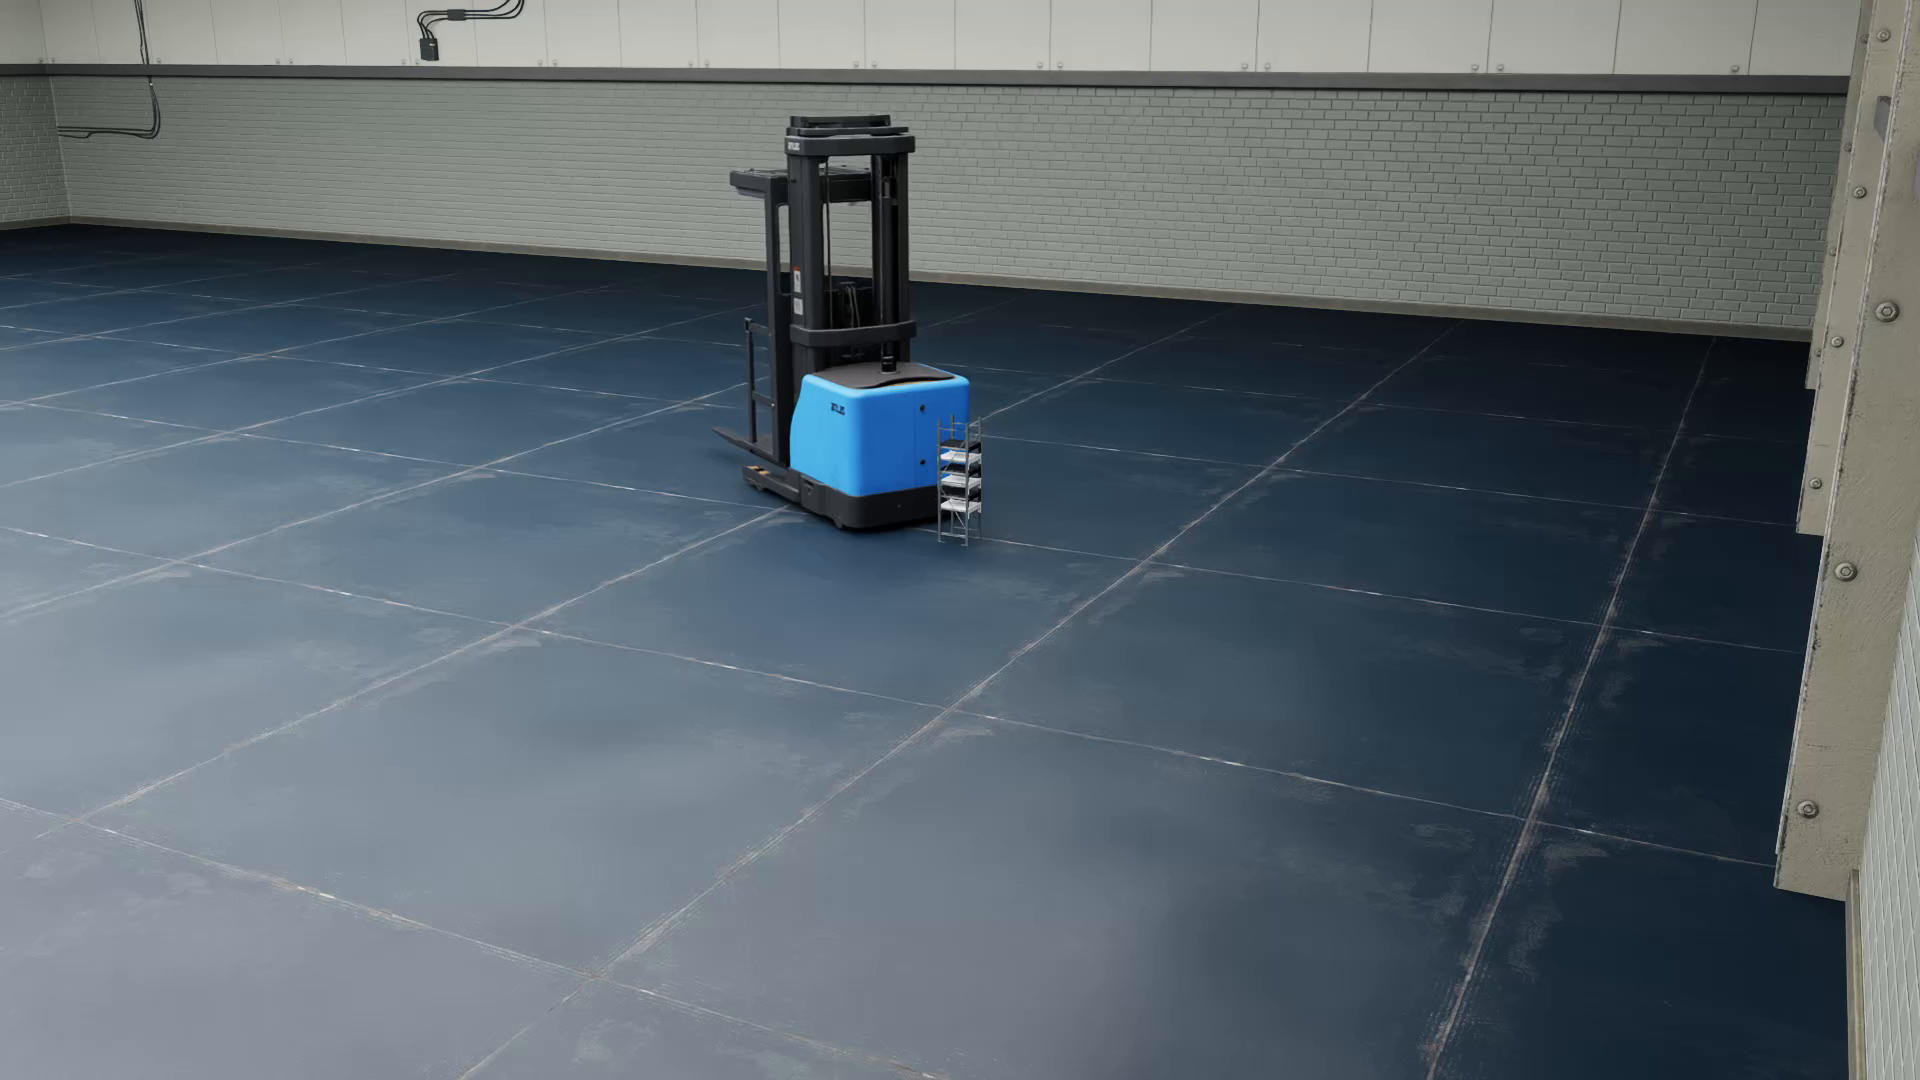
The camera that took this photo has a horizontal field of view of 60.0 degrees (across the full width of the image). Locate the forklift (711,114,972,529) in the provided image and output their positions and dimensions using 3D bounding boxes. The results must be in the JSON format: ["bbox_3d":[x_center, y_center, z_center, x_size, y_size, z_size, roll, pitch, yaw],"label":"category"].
[{"bbox_3d":[-1.106,-1.856,13.125,1.130,2.935,3.031,-10,19,-30],"label":"forklift"}]

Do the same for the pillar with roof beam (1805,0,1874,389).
[{"bbox_3d":[5.192,-6.474,18.017,9.100,9.000,0.400,8,18,25],"label":"pillar with roof beam"}]

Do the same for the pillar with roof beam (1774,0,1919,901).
[{"bbox_3d":[-0.170,-3.418,7.726,9.100,9.000,0.400,8,18,25],"label":"pillar with roof beam"}]

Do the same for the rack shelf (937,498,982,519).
[{"bbox_3d":[-0.004,-0.225,11.950,0.258,0.077,0.200,8,18,25],"label":"rack shelf"}]

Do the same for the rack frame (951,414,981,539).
[{"bbox_3d":[0.042,-0.455,11.976,0.240,0.900,0.006,8,18,25],"label":"rack frame"}]

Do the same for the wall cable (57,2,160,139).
[{"bbox_3d":[-16.638,-9.028,32.068,3.097,2.526,0.112,8,18,25],"label":"wall cable"}]

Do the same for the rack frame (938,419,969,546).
[{"bbox_3d":[-0.049,-0.403,11.802,0.240,0.900,0.006,8,18,25],"label":"rack frame"}]

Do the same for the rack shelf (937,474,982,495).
[{"bbox_3d":[-0.004,-0.397,11.899,0.258,0.077,0.200,8,18,25],"label":"rack shelf"}]

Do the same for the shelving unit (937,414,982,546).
[{"bbox_3d":[-0.004,-0.429,11.889,0.258,0.900,0.210,8,18,25],"label":"shelving unit"}]

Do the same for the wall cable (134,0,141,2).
[{"bbox_3d":[-14.217,-11.105,30.190,3.097,2.526,0.112,8,18,25],"label":"wall cable"}]

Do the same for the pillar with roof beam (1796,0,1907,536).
[{"bbox_3d":[2.511,-4.946,12.872,9.100,9.000,0.400,8,18,25],"label":"pillar with roof beam"}]

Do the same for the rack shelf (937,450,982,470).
[{"bbox_3d":[-0.004,-0.570,11.848,0.258,0.077,0.200,8,18,25],"label":"rack shelf"}]

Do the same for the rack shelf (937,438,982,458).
[{"bbox_3d":[-0.004,-0.656,11.822,0.258,0.077,0.200,8,18,25],"label":"rack shelf"}]

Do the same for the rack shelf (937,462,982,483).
[{"bbox_3d":[-0.004,-0.484,11.873,0.258,0.077,0.200,8,18,25],"label":"rack shelf"}]

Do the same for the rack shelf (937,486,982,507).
[{"bbox_3d":[-0.004,-0.311,11.924,0.258,0.077,0.200,8,18,25],"label":"rack shelf"}]

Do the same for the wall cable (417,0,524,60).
[{"bbox_3d":[-8.152,-10.935,27.062,2.305,6.003,0.169,8,18,25],"label":"wall cable"}]
